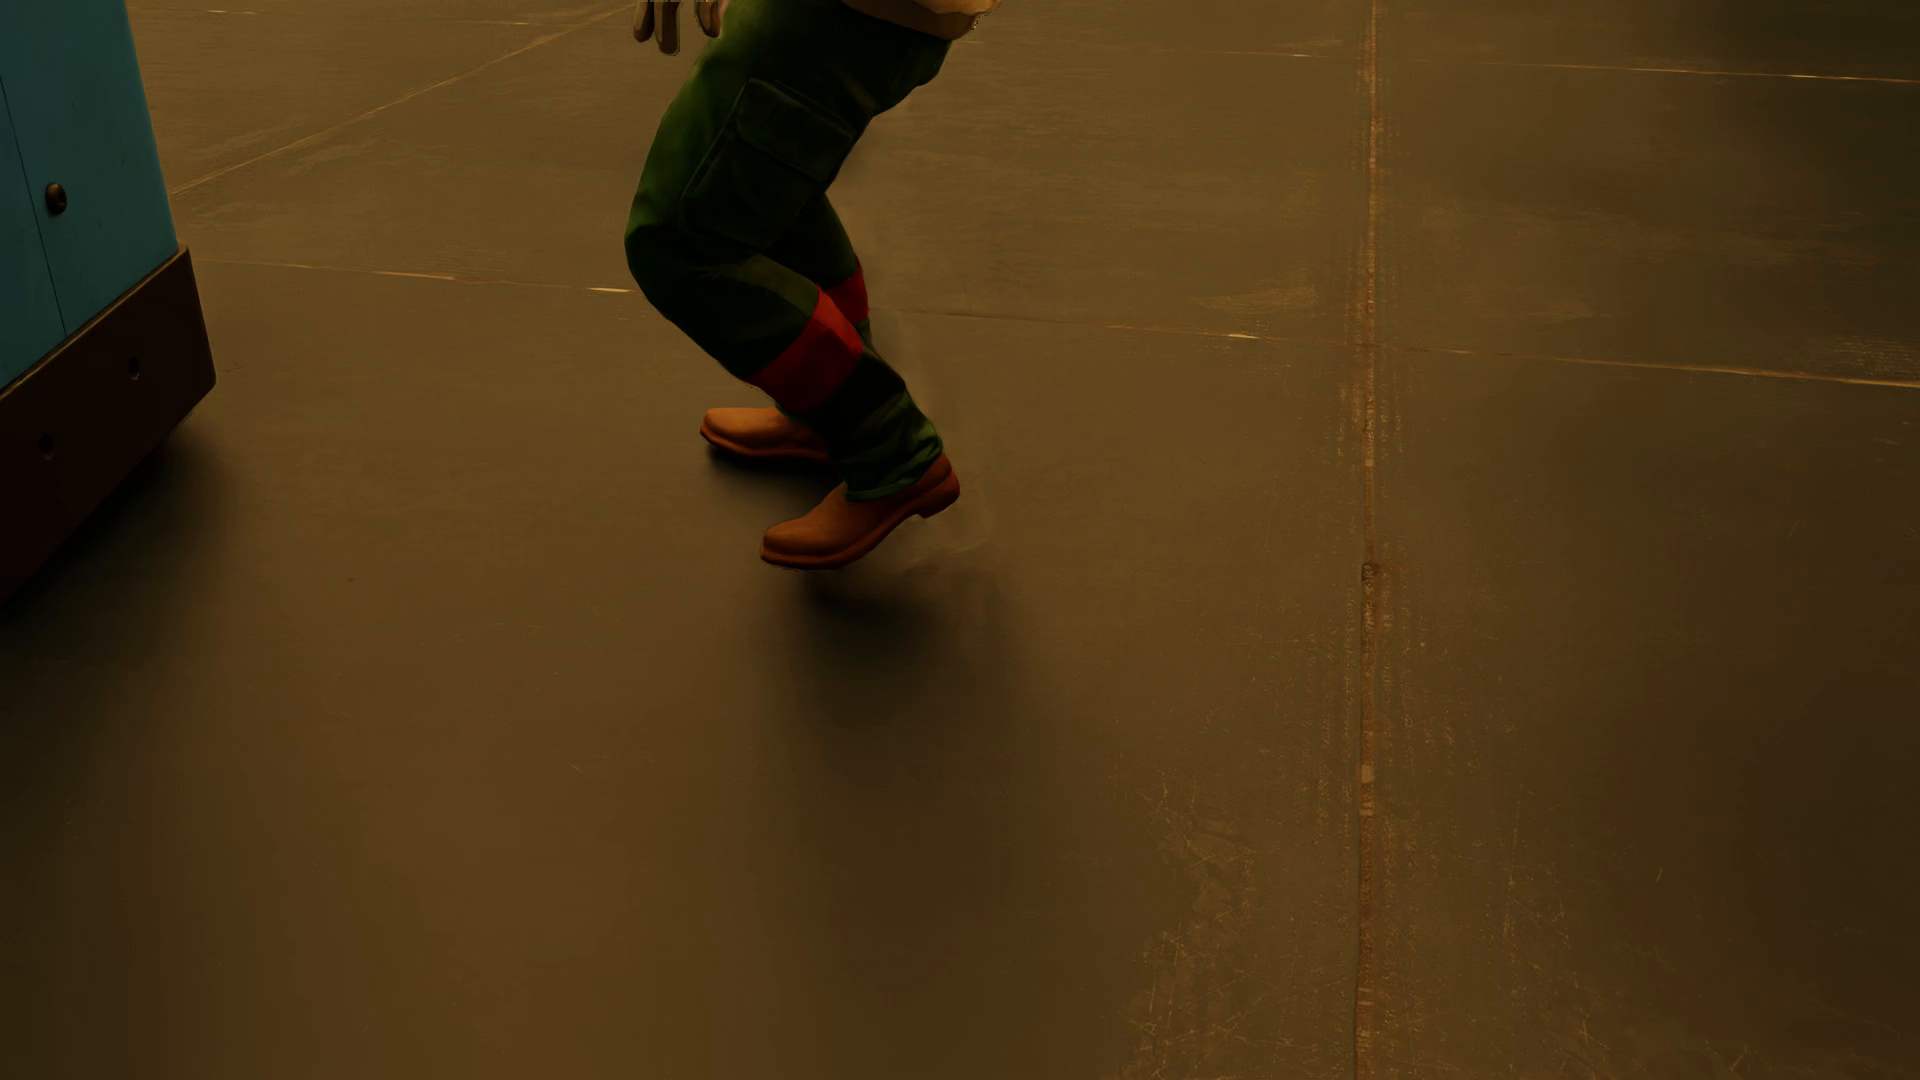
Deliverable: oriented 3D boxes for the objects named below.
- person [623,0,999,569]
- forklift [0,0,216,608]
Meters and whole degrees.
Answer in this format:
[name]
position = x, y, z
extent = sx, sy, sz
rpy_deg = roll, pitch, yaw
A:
[person]
position = -0.181, -0.765, 2.138
extent = 0.561, 1.699, 0.811
rpy_deg = 2, 27, 4
[forklift]
position = -2.778, -1.286, 1.795
extent = 3.031, 2.935, 1.130
rpy_deg = -1, 27, -2
